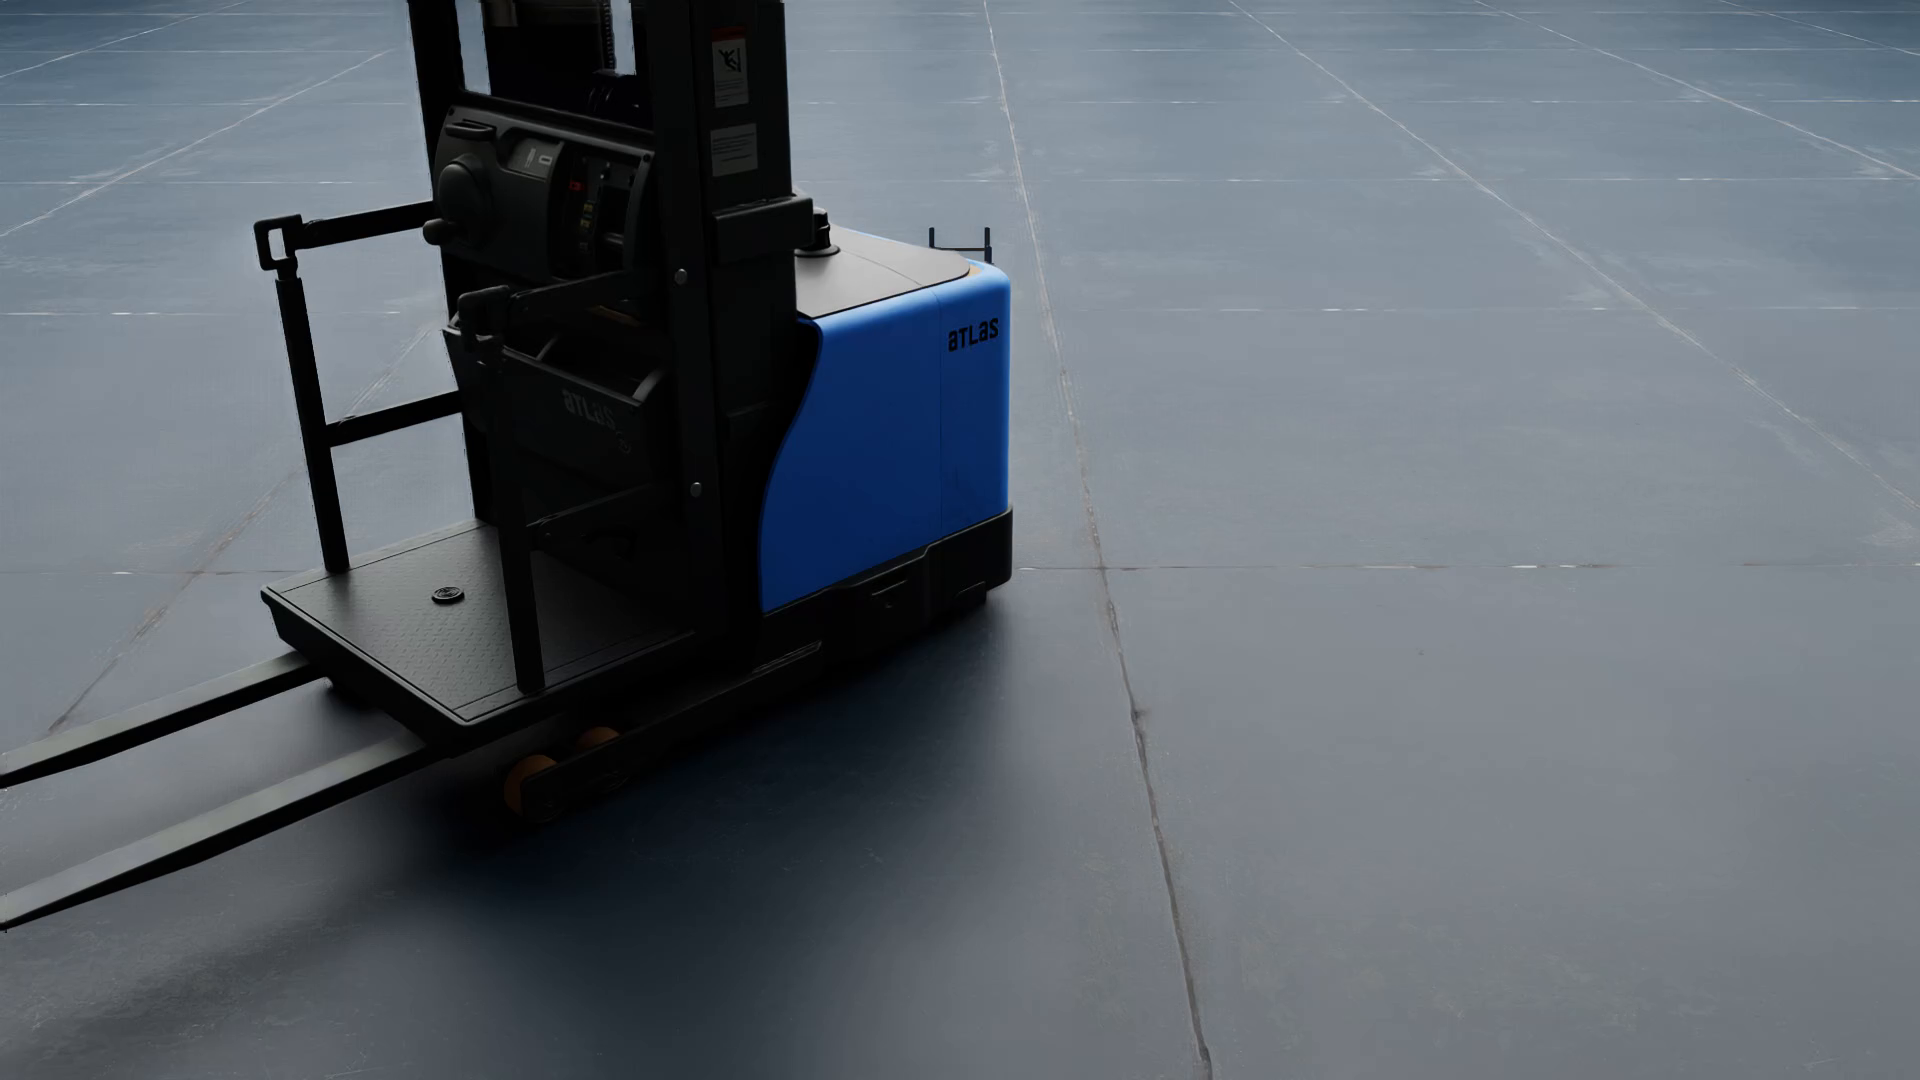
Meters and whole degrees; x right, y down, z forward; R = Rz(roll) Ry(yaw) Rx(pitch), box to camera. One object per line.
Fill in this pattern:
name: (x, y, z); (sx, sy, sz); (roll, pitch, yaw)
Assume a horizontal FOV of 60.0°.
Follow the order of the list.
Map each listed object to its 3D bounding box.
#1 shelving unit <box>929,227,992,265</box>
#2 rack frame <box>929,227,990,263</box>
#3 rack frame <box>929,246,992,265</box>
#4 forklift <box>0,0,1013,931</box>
shelving unit: (-0.001, -0.500, 5.582); (0.215, 1.050, 0.252); (0, 24, -1)
rack frame: (-0.002, -0.551, 5.694); (0.200, 1.050, 0.008); (0, 24, -1)
rack frame: (0.001, -0.450, 5.471); (0.200, 1.050, 0.008); (0, 24, -1)
forklift: (-1.220, -0.864, 4.103); (1.130, 2.935, 3.031); (22, 32, 39)
